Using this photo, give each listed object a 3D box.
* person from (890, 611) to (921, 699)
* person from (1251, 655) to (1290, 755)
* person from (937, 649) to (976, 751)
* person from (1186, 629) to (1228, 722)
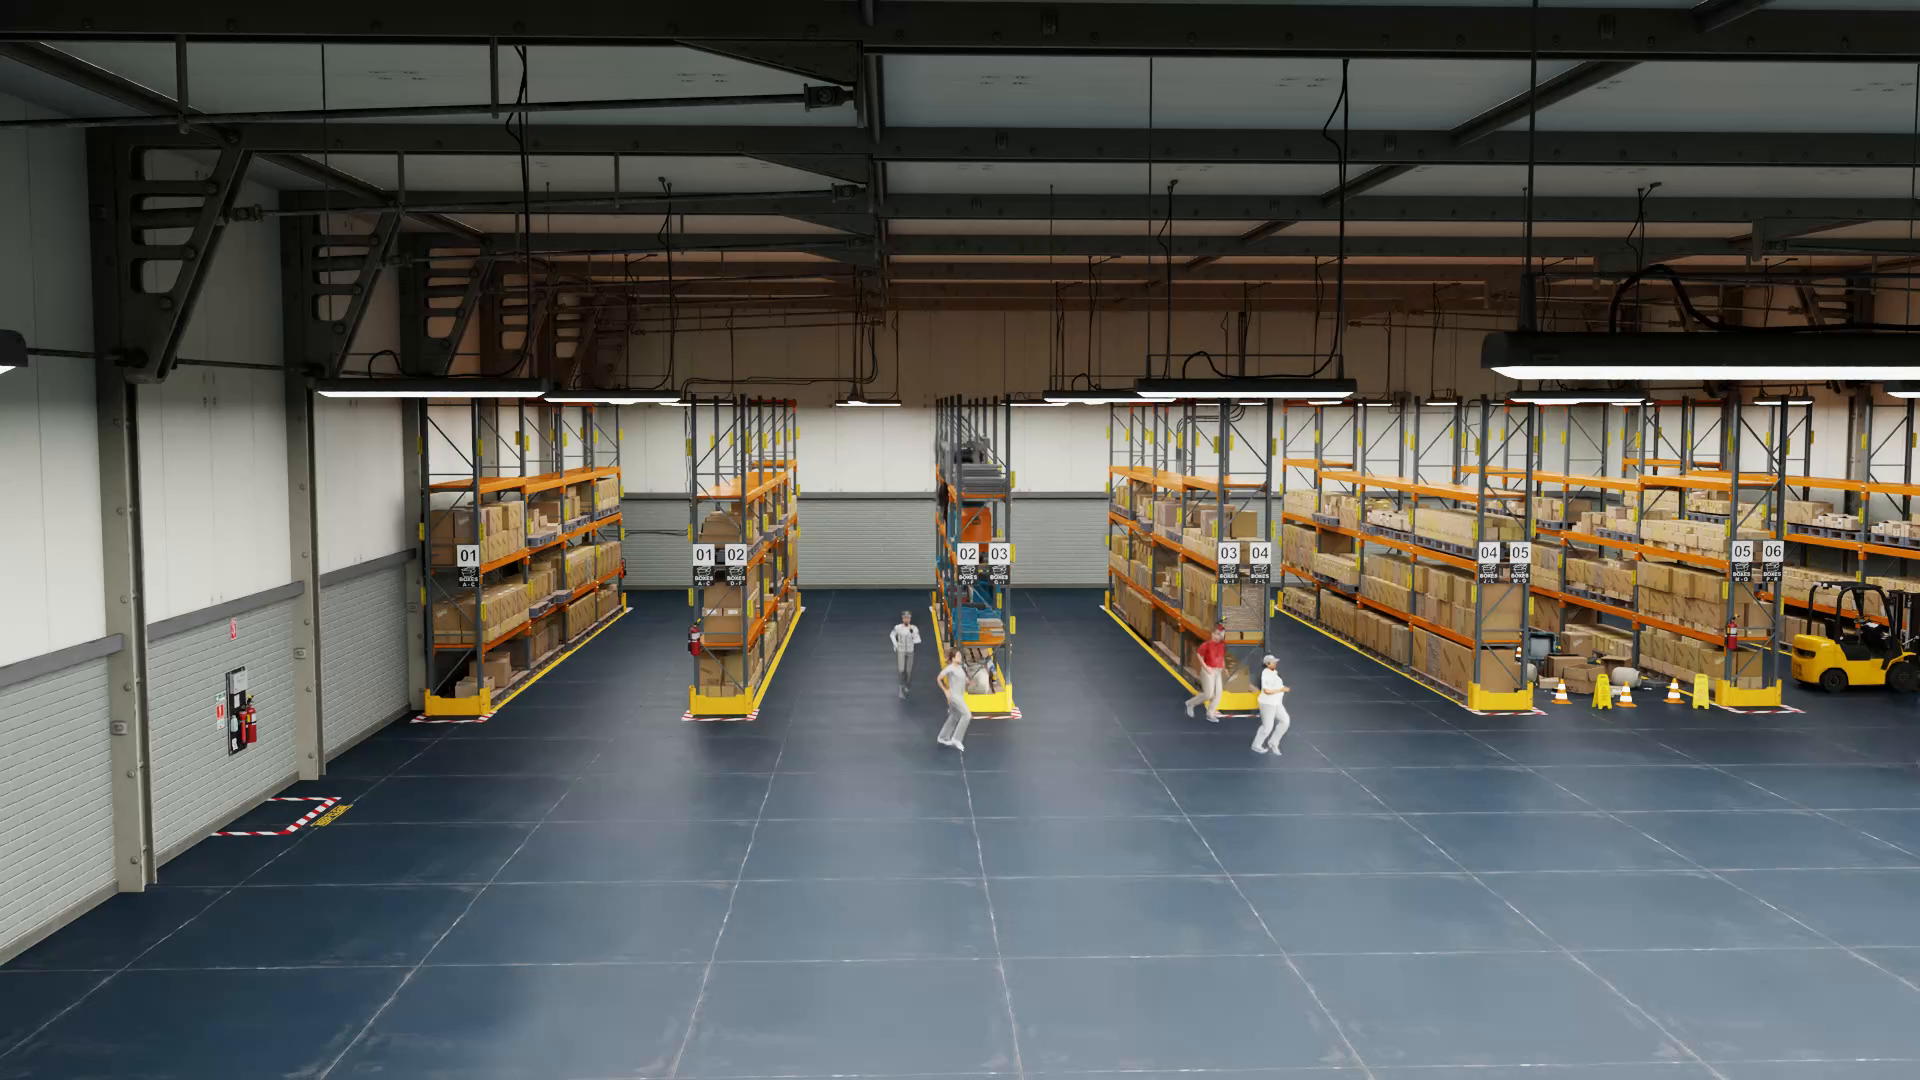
[{"bbox_3d":[-1.079,2.277,33.177,0.592,1.753,0.751,-1,5,-7],"label":"person"},{"bbox_3d":[5.158,2.750,27.478,0.660,1.690,0.583,3,5,31],"label":"person"},{"bbox_3d":[-0.067,2.685,28.015,0.712,1.696,0.535,2,5,20],"label":"person"},{"bbox_3d":[4.640,2.474,30.691,0.738,1.680,0.687,-4,6,-42],"label":"person"}]
